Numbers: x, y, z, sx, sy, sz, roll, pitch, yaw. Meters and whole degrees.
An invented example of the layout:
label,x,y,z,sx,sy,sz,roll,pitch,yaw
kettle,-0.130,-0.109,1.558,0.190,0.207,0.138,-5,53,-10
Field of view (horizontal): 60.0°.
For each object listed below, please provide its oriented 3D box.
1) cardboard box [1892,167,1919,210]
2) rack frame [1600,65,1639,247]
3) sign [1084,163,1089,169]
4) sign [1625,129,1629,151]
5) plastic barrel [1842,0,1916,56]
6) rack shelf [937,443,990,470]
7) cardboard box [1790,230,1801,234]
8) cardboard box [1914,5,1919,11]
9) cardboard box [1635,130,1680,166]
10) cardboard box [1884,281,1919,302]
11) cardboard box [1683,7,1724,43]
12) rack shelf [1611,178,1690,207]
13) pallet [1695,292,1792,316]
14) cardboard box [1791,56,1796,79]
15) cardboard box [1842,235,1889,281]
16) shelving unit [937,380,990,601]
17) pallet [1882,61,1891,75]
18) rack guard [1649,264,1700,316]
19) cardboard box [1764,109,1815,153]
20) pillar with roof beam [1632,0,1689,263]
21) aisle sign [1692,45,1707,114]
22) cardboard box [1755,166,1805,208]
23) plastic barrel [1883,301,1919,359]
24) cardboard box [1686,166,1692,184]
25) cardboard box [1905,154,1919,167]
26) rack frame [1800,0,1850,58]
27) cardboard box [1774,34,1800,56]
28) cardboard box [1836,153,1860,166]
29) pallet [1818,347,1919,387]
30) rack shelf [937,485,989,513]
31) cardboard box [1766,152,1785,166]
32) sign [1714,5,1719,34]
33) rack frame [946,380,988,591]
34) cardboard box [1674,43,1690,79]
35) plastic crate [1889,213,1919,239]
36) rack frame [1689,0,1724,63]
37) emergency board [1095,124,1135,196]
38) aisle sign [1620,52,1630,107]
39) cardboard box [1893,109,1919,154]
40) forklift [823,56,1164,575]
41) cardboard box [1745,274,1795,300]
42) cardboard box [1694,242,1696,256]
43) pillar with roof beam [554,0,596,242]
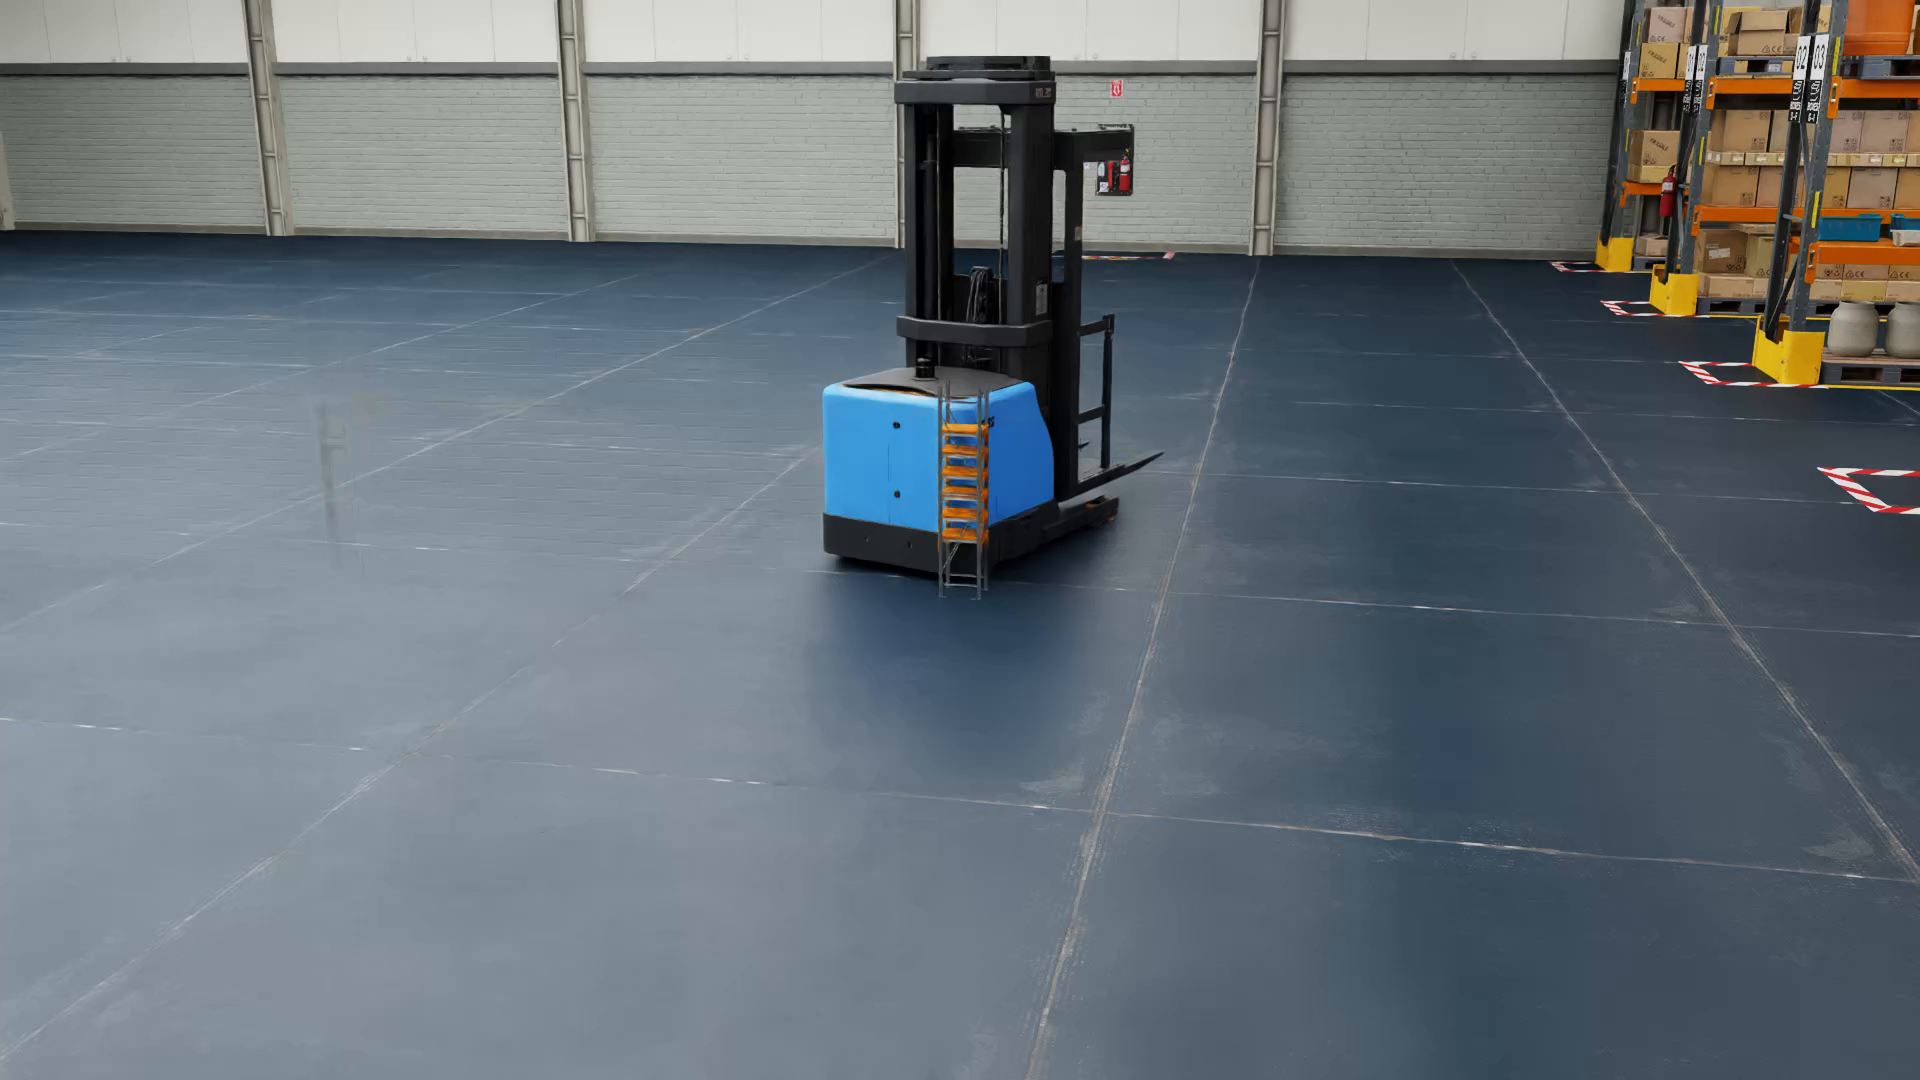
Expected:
label,x,y,z,sx,sy,sz,roll,pitch,yaw
cardboard box,11.499,-4.276,20.124,0.500,0.500,0.700,3,16,12
rack frame,10.008,-5.661,25.309,0.127,3.000,1.000,3,16,11
sign,2.051,-6.384,27.854,0.234,0.329,0.001,3,16,11
sign,9.900,-5.936,24.681,0.005,0.325,0.100,3,16,11
plastic barrel,8.535,-4.932,15.466,0.708,0.830,0.600,3,16,11
rack shelf,0.018,-0.460,9.173,0.258,0.103,0.180,3,16,12
cardboard box,10.592,-3.604,20.841,0.500,0.500,0.500,3,16,11
cardboard box,13.383,-7.389,23.831,0.500,0.500,0.500,2,16,6
cardboard box,10.416,-5.856,24.851,0.500,0.500,0.500,3,16,11
cardboard box,11.465,-3.049,20.244,0.500,0.250,0.500,3,16,11
cardboard box,10.819,-7.522,24.312,0.500,0.500,0.500,3,16,10
rack shelf,11.968,-5.208,25.021,4.000,0.370,1.077,3,16,11
pallet,9.782,-2.991,20.895,1.213,0.211,1.003,3,16,11
cardboard box,12.340,-6.964,24.168,0.500,0.500,0.500,2,16,9
cardboard box,10.975,-3.436,20.238,0.500,0.500,0.500,3,16,11
shelving unit,0.019,-0.272,9.225,0.258,1.200,0.189,3,16,12
pallet,10.911,-5.659,19.850,1.213,0.211,1.003,3,16,11
rack guard,9.001,-3.162,20.969,0.348,0.500,1.175,3,16,11
cardboard box,10.048,-4.981,20.236,0.500,0.500,0.700,3,16,10
pillar with roof beam,10.008,-7.615,21.126,0.400,9.000,9.100,3,16,11
aisle sign,8.899,-5.541,20.007,0.004,0.787,0.394,3,16,11
cardboard box,9.995,-4.358,20.419,0.500,0.500,0.700,4,16,13
plastic barrel,9.185,-2.031,16.079,0.421,0.512,0.421,0,15,0
cardboard box,10.935,-5.465,24.847,0.500,0.250,0.500,3,16,9
cardboard box,11.391,-4.539,19.858,0.250,0.149,0.380,4,16,13
rack frame,8.034,-5.960,15.153,0.127,3.000,1.000,3,16,11
cardboard box,10.206,-6.016,20.203,0.500,0.250,0.500,3,16,11
cardboard box,10.629,-4.580,20.006,0.250,0.149,0.380,3,16,10
pallet,8.913,-1.689,16.194,1.213,0.211,1.003,3,16,11
rack shelf,0.019,-0.229,9.237,0.258,0.103,0.180,3,16,12
cardboard box,9.870,-4.622,20.155,0.250,0.149,0.380,3,16,11
sign,8.908,-6.125,19.580,0.005,0.325,0.100,3,16,11
rack frame,0.038,-0.296,9.311,0.240,1.200,0.006,3,16,12
cardboard box,10.805,-7.043,24.456,0.500,0.500,0.500,4,16,15
plastic crate,9.219,-3.013,16.030,0.408,0.251,0.499,3,16,11
rack frame,9.025,-7.256,19.830,0.127,3.000,1.000,3,16,11
emergency board,2.573,-6.311,27.655,0.643,1.169,0.194,3,16,11
aisle sign,9.878,-6.839,24.693,0.004,0.787,0.394,3,16,11
cardboard box,11.522,-4.901,19.948,0.500,0.500,0.700,3,16,11
forklift,0.387,-1.544,10.575,1.130,2.935,3.031,9,18,31
cardboard box,9.996,-3.130,20.536,0.500,0.250,0.500,3,16,11
cardboard box,11.227,-4.487,25.282,0.500,0.311,0.500,4,16,16
pillar with roof beam,-7.630,-8.572,24.582,0.400,9.000,9.100,3,16,11
